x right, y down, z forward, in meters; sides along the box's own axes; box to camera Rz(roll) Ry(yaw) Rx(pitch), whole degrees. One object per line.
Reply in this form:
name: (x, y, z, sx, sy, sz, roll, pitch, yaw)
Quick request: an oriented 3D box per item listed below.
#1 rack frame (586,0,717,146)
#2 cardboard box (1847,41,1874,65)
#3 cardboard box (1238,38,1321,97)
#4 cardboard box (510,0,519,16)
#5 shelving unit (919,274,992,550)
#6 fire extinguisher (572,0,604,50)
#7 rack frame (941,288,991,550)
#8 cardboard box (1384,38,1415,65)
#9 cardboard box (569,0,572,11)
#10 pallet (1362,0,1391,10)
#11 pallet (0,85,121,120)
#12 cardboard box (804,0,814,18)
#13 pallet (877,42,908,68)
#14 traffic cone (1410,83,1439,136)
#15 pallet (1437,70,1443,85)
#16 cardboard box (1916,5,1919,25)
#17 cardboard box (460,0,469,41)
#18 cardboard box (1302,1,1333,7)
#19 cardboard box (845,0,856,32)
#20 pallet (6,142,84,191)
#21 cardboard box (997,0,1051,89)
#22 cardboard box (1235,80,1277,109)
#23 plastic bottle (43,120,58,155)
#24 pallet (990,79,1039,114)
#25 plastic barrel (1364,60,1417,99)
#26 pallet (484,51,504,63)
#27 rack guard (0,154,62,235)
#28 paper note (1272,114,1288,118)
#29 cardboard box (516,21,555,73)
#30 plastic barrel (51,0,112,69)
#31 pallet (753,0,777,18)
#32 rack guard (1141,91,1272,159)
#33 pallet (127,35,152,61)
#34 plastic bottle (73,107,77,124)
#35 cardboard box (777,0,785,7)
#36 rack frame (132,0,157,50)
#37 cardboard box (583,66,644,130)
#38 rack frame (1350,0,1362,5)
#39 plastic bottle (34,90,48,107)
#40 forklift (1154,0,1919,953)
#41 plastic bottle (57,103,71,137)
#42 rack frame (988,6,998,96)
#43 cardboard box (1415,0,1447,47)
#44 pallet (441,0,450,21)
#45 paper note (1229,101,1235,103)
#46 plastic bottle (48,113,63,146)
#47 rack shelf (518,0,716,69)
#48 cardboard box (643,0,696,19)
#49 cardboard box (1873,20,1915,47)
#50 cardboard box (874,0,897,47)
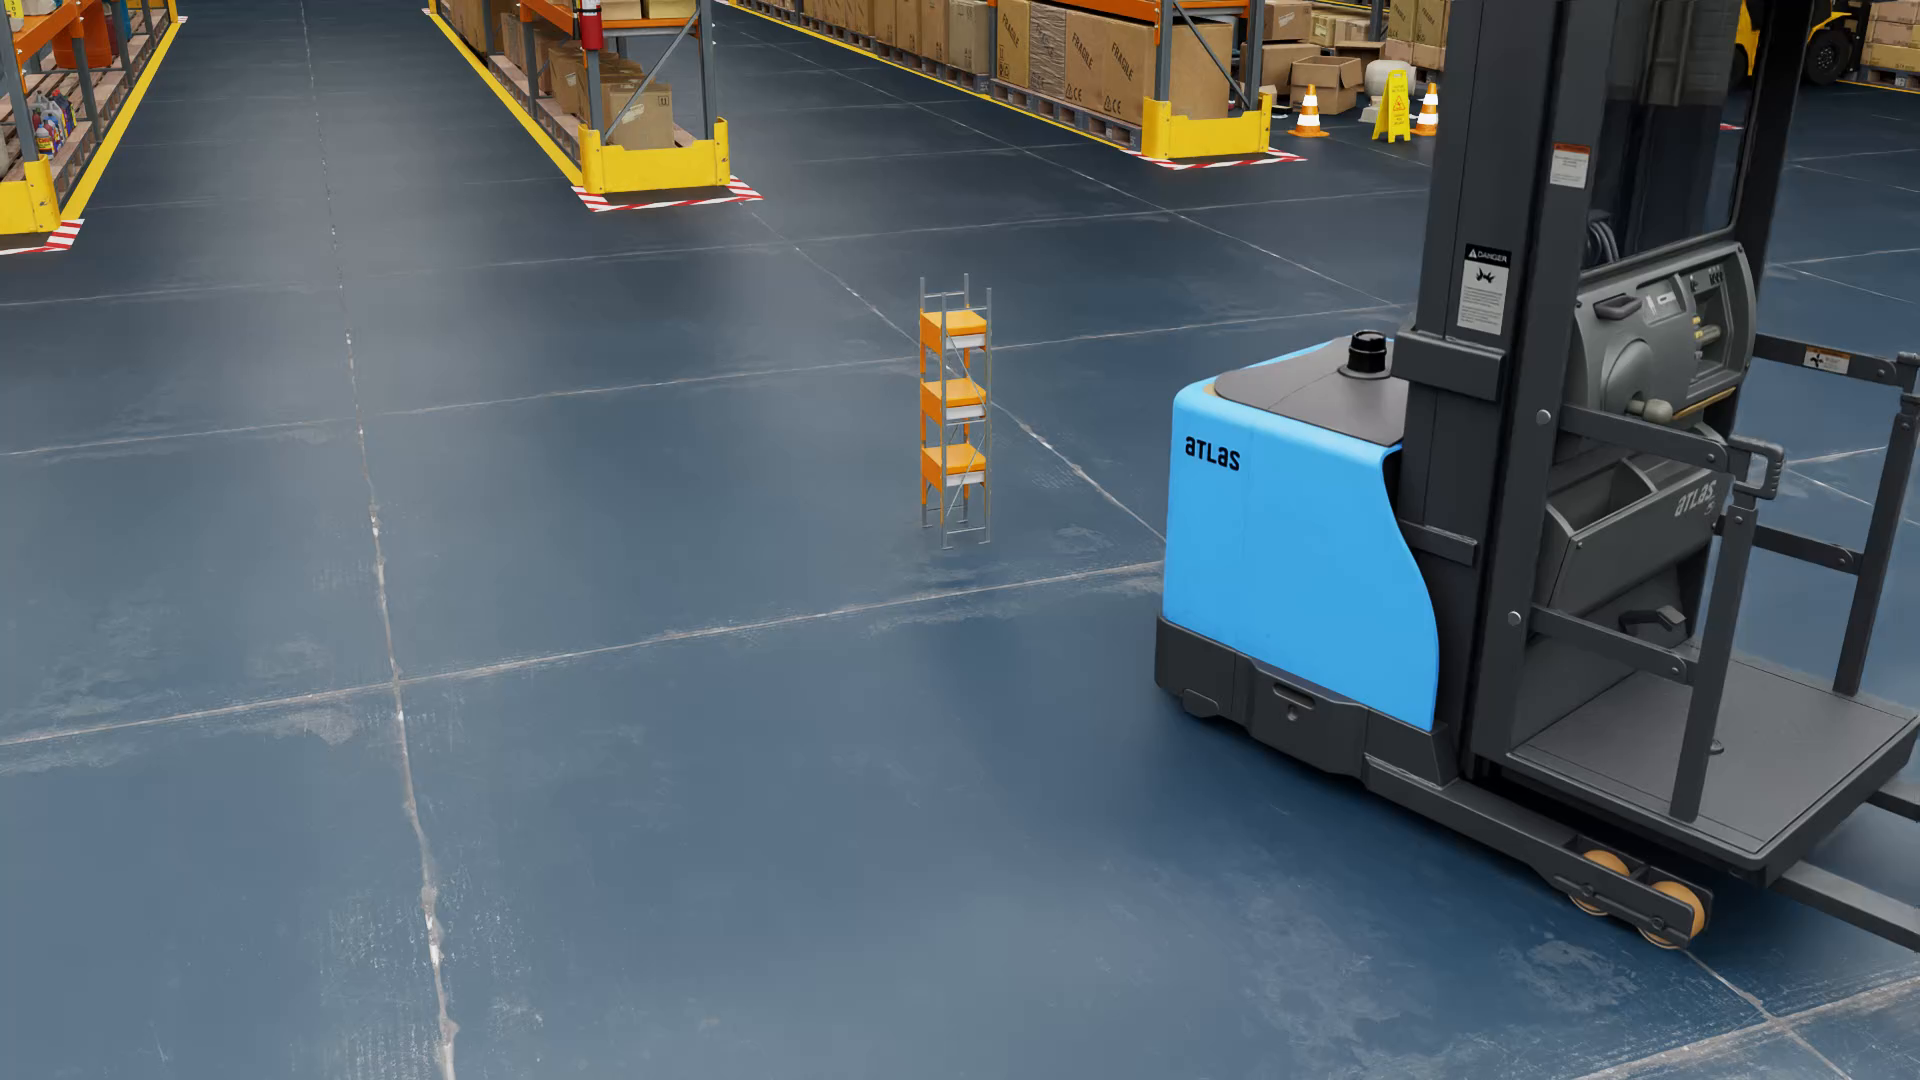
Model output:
rack frame: (-2.459, -4.267, 13.011, 1.000, 3.000, 0.127, -8, 24, -19)
cardboard box: (10.658, -5.728, 19.477, 0.500, 0.250, 0.500, -8, 24, -18)
cardboard box: (3.485, -5.168, 18.189, 0.797, 0.637, 0.503, -8, 24, -19)
cardboard box: (-5.021, -6.331, 19.594, 0.500, 0.250, 0.500, -7, 24, -17)
shelving unit: (-0.019, -0.503, 6.592, 0.215, 1.050, 0.252, -8, 24, -19)
fire extinguisher: (-2.850, -4.126, 12.777, 0.296, 0.674, 0.183, -8, 24, -19)
rack frame: (0.024, -0.459, 6.487, 0.200, 1.050, 0.008, -8, 24, -19)
cardboard box: (5.355, -5.755, 19.541, 0.500, 0.250, 0.500, -10, 25, -21)
cardboard box: (-3.051, -4.494, 13.873, 0.380, 0.149, 0.250, -8, 24, -19)
pallet: (7.538, -9.094, 28.054, 1.003, 0.211, 1.213, -8, 24, -19)
pallet: (-9.254, -4.480, 17.106, 1.003, 0.211, 1.213, -8, 24, -19)
cardboard box: (-2.010, -8.007, 24.564, 0.500, 0.500, 0.500, -7, 24, -17)
pallet: (-0.401, -6.236, 21.273, 1.003, 0.211, 1.213, -8, 24, -19)
traffic cone: (4.535, -4.161, 16.026, 0.336, 0.463, 0.334, -8, 24, -19)
pallet: (6.104, -5.112, 18.606, 1.003, 0.211, 1.213, -8, 24, -19)
cardboard box: (11.000, -5.821, 18.410, 0.500, 0.250, 0.500, -8, 24, -17)
cardboard box: (-5.817, -6.966, 21.611, 1.225, 0.875, 0.875, -8, 24, -19)
cardboard box: (4.444, -7.042, 22.439, 0.950, 0.372, 0.625, -9, 24, -20)
cardboard box: (-1.266, -7.251, 22.770, 0.500, 0.500, 0.500, -7, 24, -17)
pallet: (-7.873, -3.062, 13.743, 1.003, 0.211, 1.213, -8, 24, -19)
cardboard box: (0.960, -5.340, 17.753, 0.875, 0.875, 0.875, -8, 24, -18)
cardboard box: (3.134, -4.732, 17.636, 0.396, 0.266, 0.258, -4, 23, -10)
plastic bottle: (-7.505, -3.324, 13.706, 0.061, 0.283, 0.133, -8, 24, -18)
pallet: (0.999, -4.792, 17.847, 1.003, 0.211, 1.213, -8, 24, -19)
plastic barrel: (4.666, -4.982, 18.025, 0.512, 0.421, 0.421, 8, 24, 18)
pallet: (-5.493, -6.185, 21.154, 1.003, 0.211, 1.213, -8, 24, -19)
rack guard: (-7.164, -2.456, 11.934, 1.175, 0.500, 0.348, -8, 24, -19)
paper note: (3.266, -4.329, 16.984, 0.144, 0.017, 0.142, 0, 23, -1)
cardboard box: (-4.615, -5.579, 18.776, 0.700, 0.500, 0.500, -6, 24, -15)
plastic barrel: (-10.108, -5.863, 19.052, 0.600, 0.830, 0.708, -8, 24, -19)
pallet: (-2.728, -8.669, 27.046, 1.003, 0.211, 1.213, -8, 24, -19)
rack guard: (2.225, -3.750, 15.003, 1.175, 0.500, 0.348, -8, 24, -19)
pallet: (-11.098, -6.376, 21.607, 1.003, 0.211, 1.213, -8, 24, -19)
plastic bottle: (-8.086, -3.865, 15.094, 0.097, 0.201, 0.097, 0, 23, 0)
cardboard box: (-2.647, -8.439, 26.041, 0.380, 0.149, 0.250, -9, 25, -21)
rack frame: (-11.332, -7.947, 21.744, 1.000, 3.000, 0.127, -8, 24, -19)
cardboard box: (-3.111, -3.980, 15.009, 0.500, 0.500, 0.500, -6, 24, -14)
rack frame: (7.215, -10.669, 28.201, 1.000, 3.000, 0.127, -8, 24, -19)
plastic bottle: (-8.144, -3.808, 14.768, 0.144, 0.351, 0.185, -8, 24, -19)
forklift: (2.000, -0.528, 4.228, 1.130, 2.935, 3.031, -19, 30, -38)
plastic bottle: (-7.844, -3.674, 14.535, 0.061, 0.283, 0.133, -7, 24, -15)
rack frame: (0.804, -6.364, 17.987, 1.000, 3.000, 0.127, -8, 24, -19)
cardboard box: (5.555, -5.908, 18.938, 0.500, 0.500, 0.500, -7, 24, -17)
pallet: (-7.756, -8.515, 26.682, 1.003, 0.211, 1.213, -8, 24, -19)
paper note: (2.995, -4.750, 17.990, 0.172, 0.023, 0.155, 0, 23, -1)
plastic bottle: (-7.670, -3.469, 14.064, 0.097, 0.271, 0.097, 0, 23, 0)
rack shelf: (-3.166, -4.662, 14.875, 1.077, 0.370, 4.000, -8, 24, -19)
cardboard box: (-2.337, -4.287, 13.383, 0.380, 0.149, 0.250, -8, 24, -19)
cardboard box: (10.823, -5.783, 18.965, 0.500, 0.250, 0.500, -9, 24, -20)
cardboard box: (-0.478, -6.741, 21.236, 1.050, 0.750, 0.750, -9, 24, -20)
